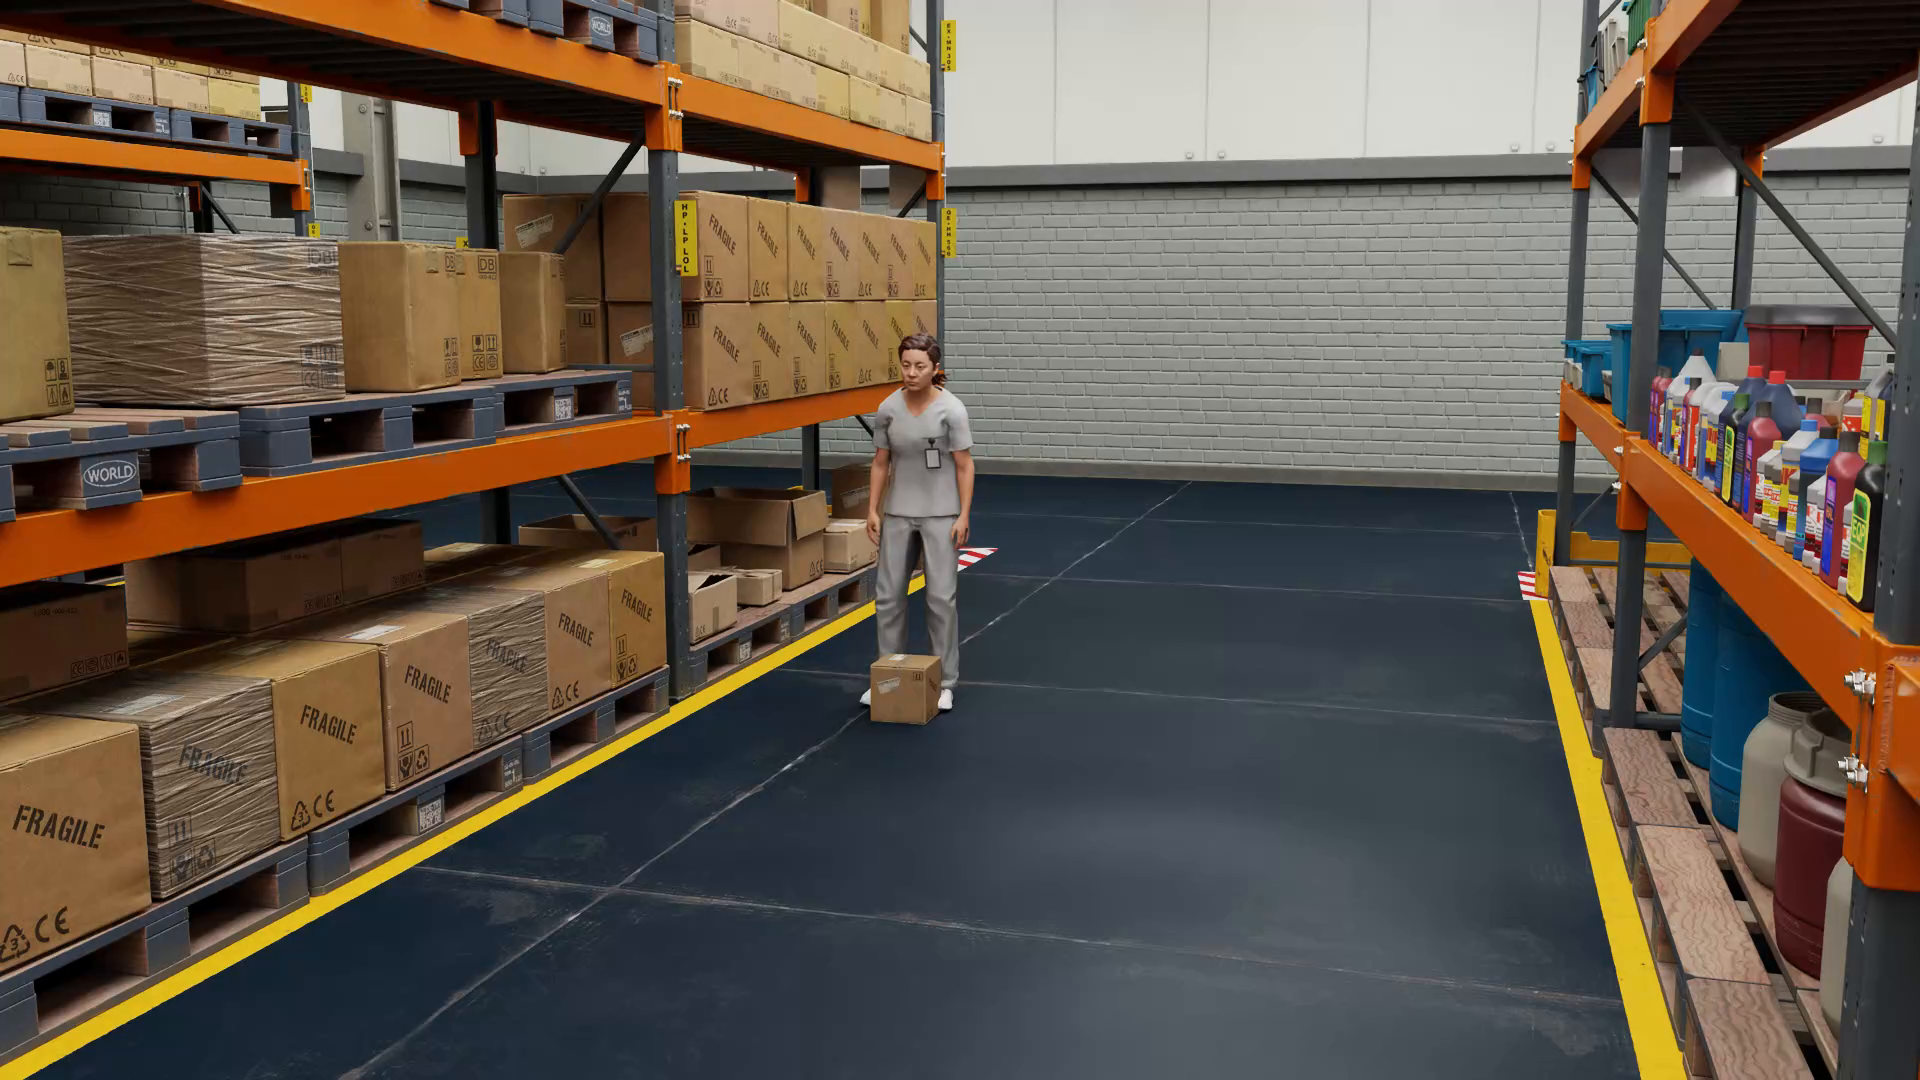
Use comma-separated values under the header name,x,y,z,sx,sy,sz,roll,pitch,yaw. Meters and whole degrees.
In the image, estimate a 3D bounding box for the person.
name,x,y,z,sx,sy,sz,roll,pitch,yaw
person,-0.179,-0.087,7.429,0.486,1.673,0.358,3,9,17
